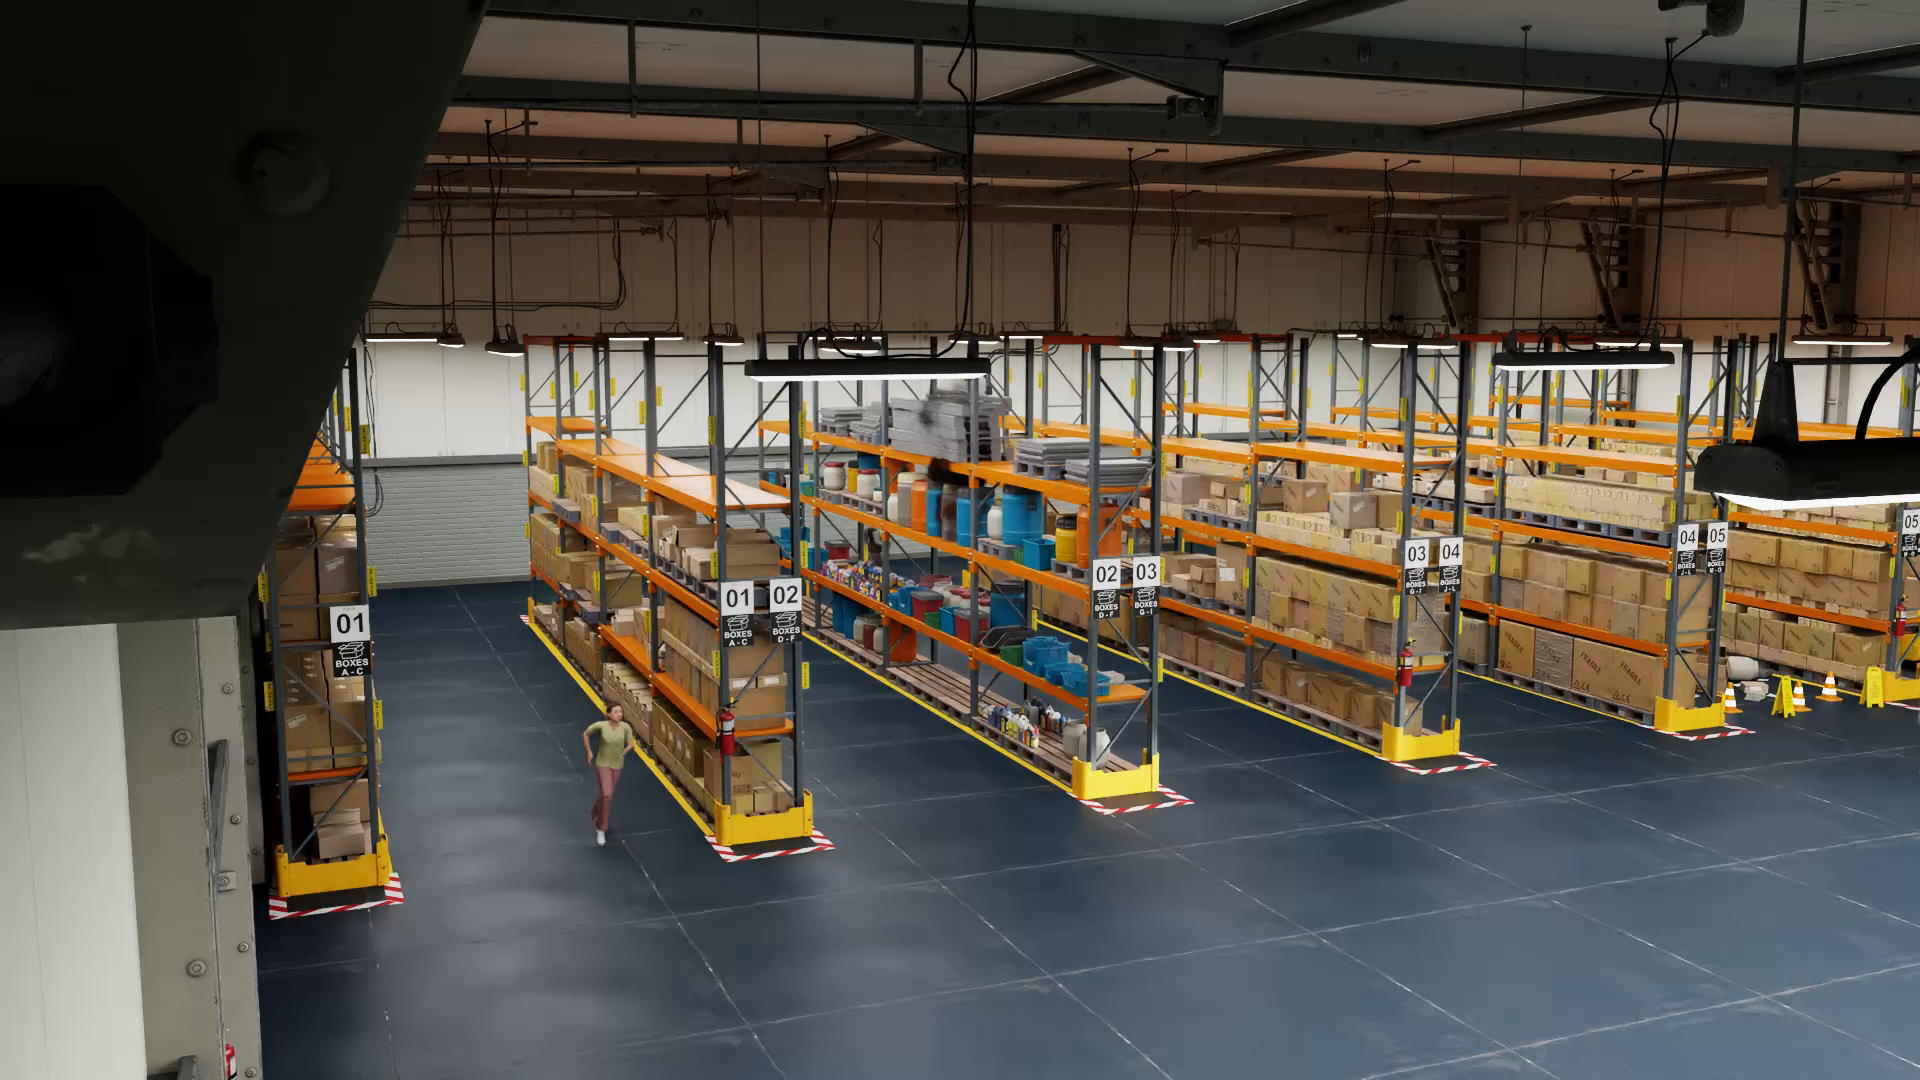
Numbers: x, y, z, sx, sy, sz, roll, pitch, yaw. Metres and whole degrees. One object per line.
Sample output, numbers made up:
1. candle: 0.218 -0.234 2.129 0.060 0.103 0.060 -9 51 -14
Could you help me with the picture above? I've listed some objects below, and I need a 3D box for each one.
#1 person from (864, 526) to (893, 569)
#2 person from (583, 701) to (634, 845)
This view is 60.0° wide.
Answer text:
1. person: -1.901 0.304 38.999 0.610 1.692 0.646 -2 8 -15
2. person: -4.322 2.807 20.486 0.607 1.686 0.793 -5 9 -34
